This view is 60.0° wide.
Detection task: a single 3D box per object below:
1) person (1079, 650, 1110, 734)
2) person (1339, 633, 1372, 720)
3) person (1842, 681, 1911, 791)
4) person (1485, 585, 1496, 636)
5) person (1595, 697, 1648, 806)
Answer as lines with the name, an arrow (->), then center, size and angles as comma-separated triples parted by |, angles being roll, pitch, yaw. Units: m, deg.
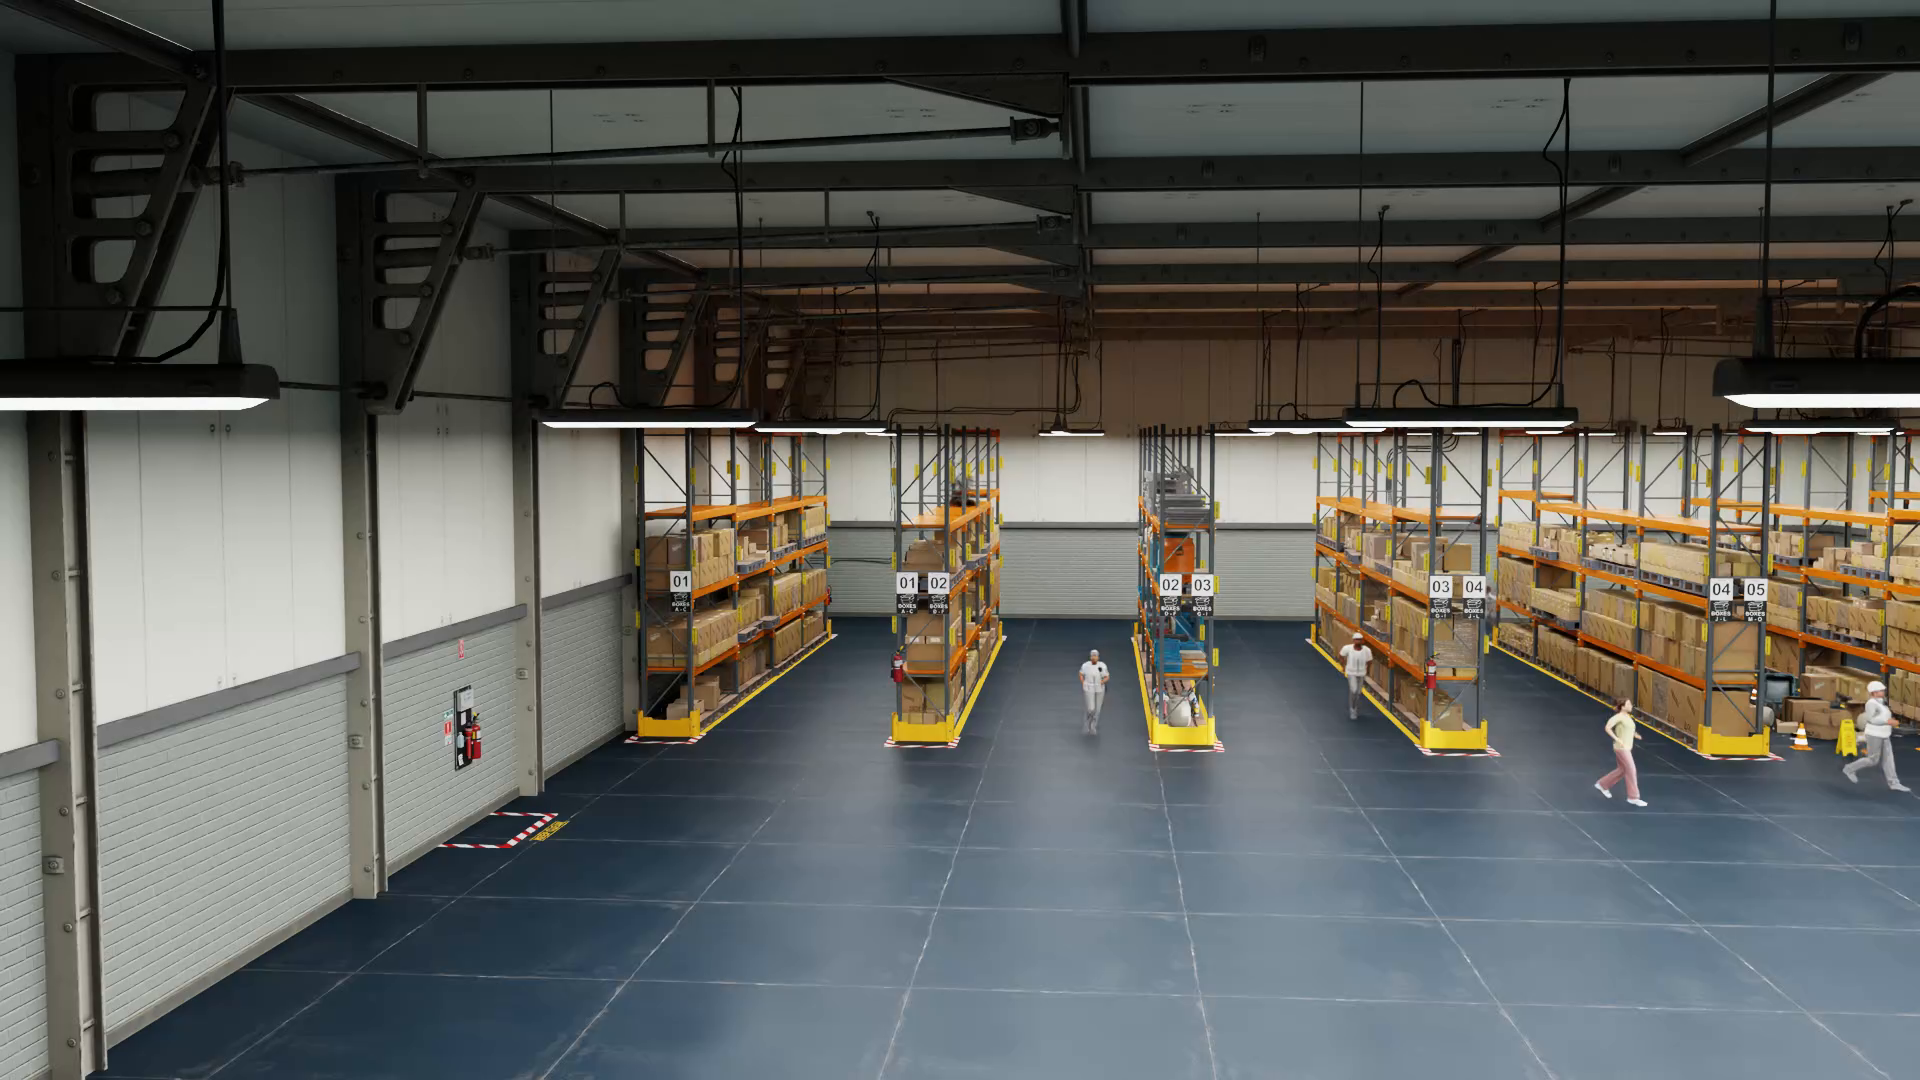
person -> 2.606, 2.946, 32.167 | 0.581, 1.652, 0.631 | 0, 3, -2
person -> 8.134, 2.783, 34.075 | 0.606, 1.801, 0.839 | 0, 3, -5
person -> 14.886, 3.161, 26.959 | 0.663, 1.744, 0.990 | -3, 5, -43
person -> 15.094, 2.069, 47.516 | 0.777, 1.575, 0.665 | 0, 3, 1
person -> 10.388, 3.294, 26.088 | 0.819, 1.678, 0.588 | 3, 4, 37
